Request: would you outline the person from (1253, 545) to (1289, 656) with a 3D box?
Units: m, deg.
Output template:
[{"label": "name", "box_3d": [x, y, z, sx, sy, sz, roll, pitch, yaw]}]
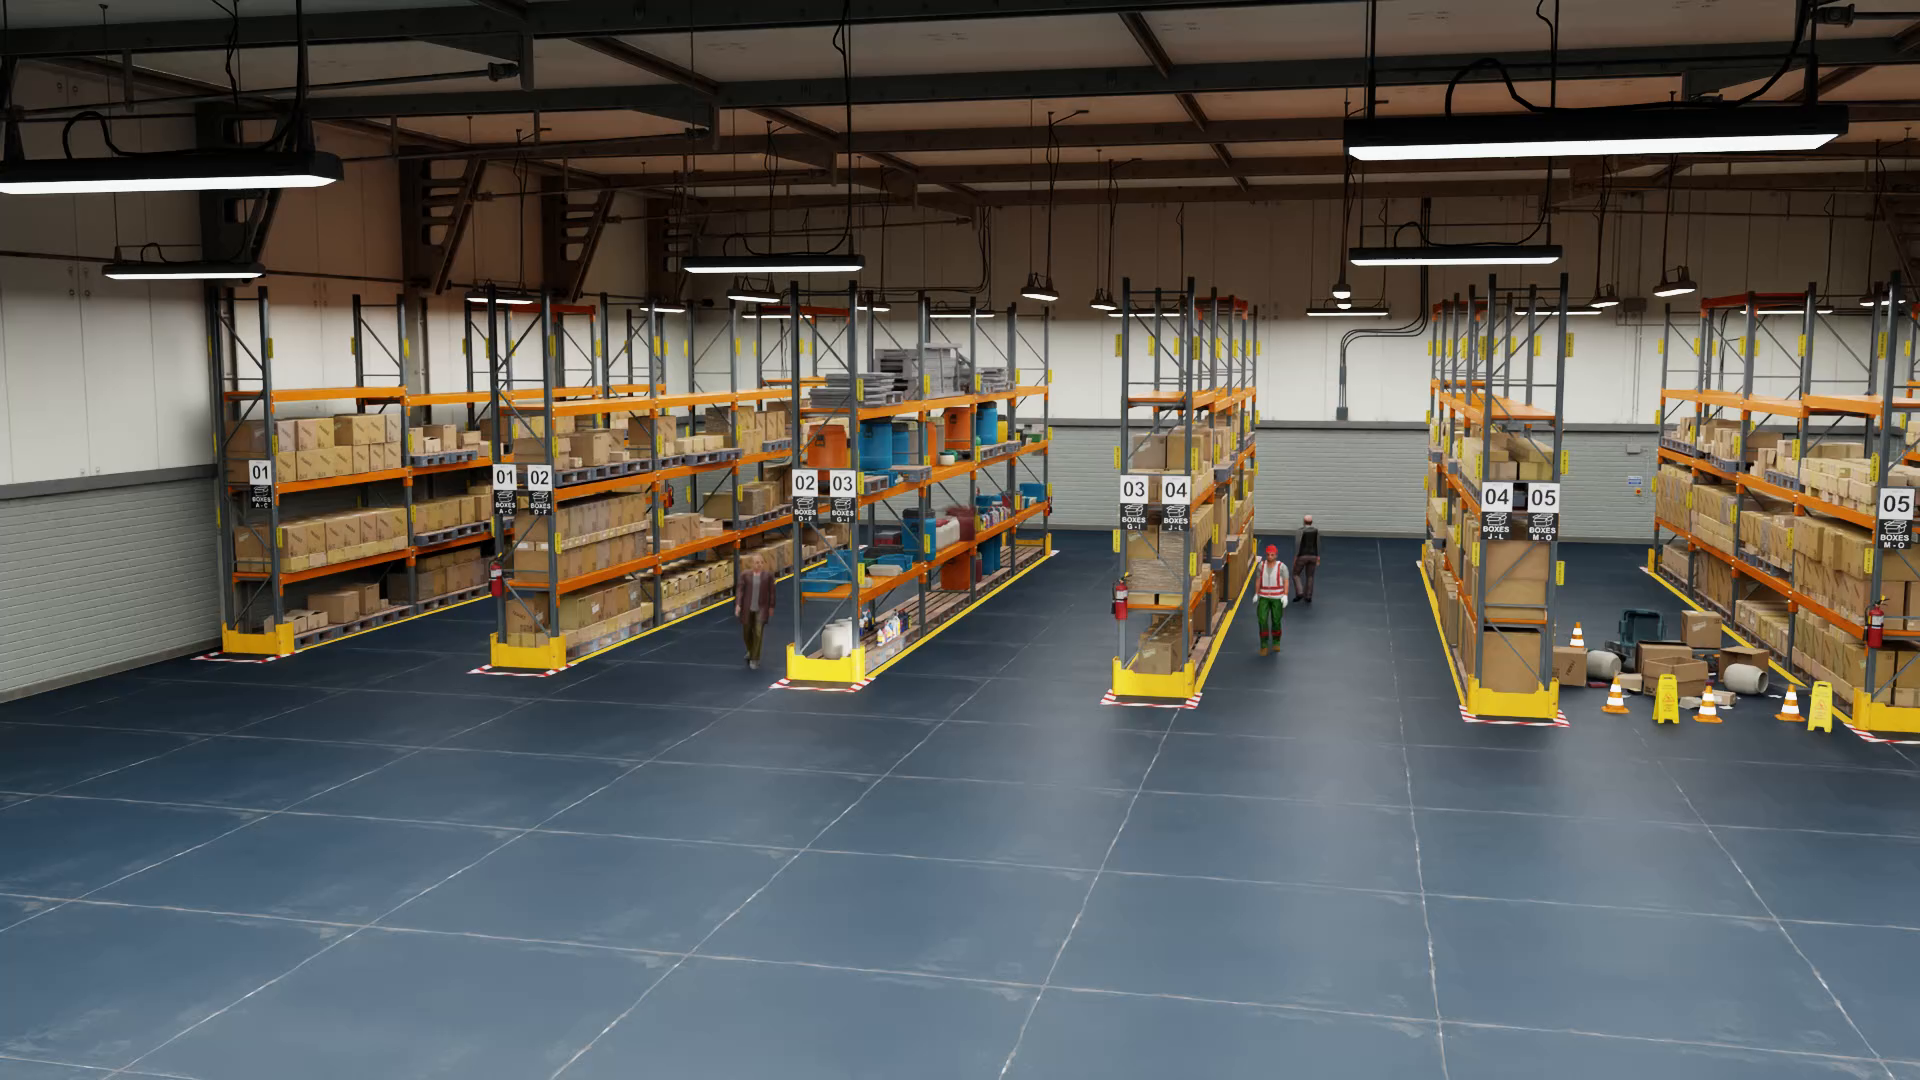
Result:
[{"label": "person", "box_3d": [5.116, 0.987, 27.389, 0.623, 1.825, 0.596, 3, 7, 24]}]

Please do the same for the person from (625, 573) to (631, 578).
[{"label": "person", "box_3d": [-6.906, 0.256, 33.787, 0.622, 1.764, 0.703, 0, 7, 1]}]

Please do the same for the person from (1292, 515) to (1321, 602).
[{"label": "person", "box_3d": [6.871, 0.376, 32.980, 0.567, 1.745, 0.390, -1, 7, -12]}]

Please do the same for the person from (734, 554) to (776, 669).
[{"label": "person", "box_3d": [-3.260, 1.116, 26.459, 0.667, 1.790, 0.847, -1, 7, -7]}]

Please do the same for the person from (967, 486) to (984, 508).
[{"label": "person", "box_3d": [0.482, -0.630, 42.362, 0.542, 1.510, 0.789, 3, 7, 23]}]
